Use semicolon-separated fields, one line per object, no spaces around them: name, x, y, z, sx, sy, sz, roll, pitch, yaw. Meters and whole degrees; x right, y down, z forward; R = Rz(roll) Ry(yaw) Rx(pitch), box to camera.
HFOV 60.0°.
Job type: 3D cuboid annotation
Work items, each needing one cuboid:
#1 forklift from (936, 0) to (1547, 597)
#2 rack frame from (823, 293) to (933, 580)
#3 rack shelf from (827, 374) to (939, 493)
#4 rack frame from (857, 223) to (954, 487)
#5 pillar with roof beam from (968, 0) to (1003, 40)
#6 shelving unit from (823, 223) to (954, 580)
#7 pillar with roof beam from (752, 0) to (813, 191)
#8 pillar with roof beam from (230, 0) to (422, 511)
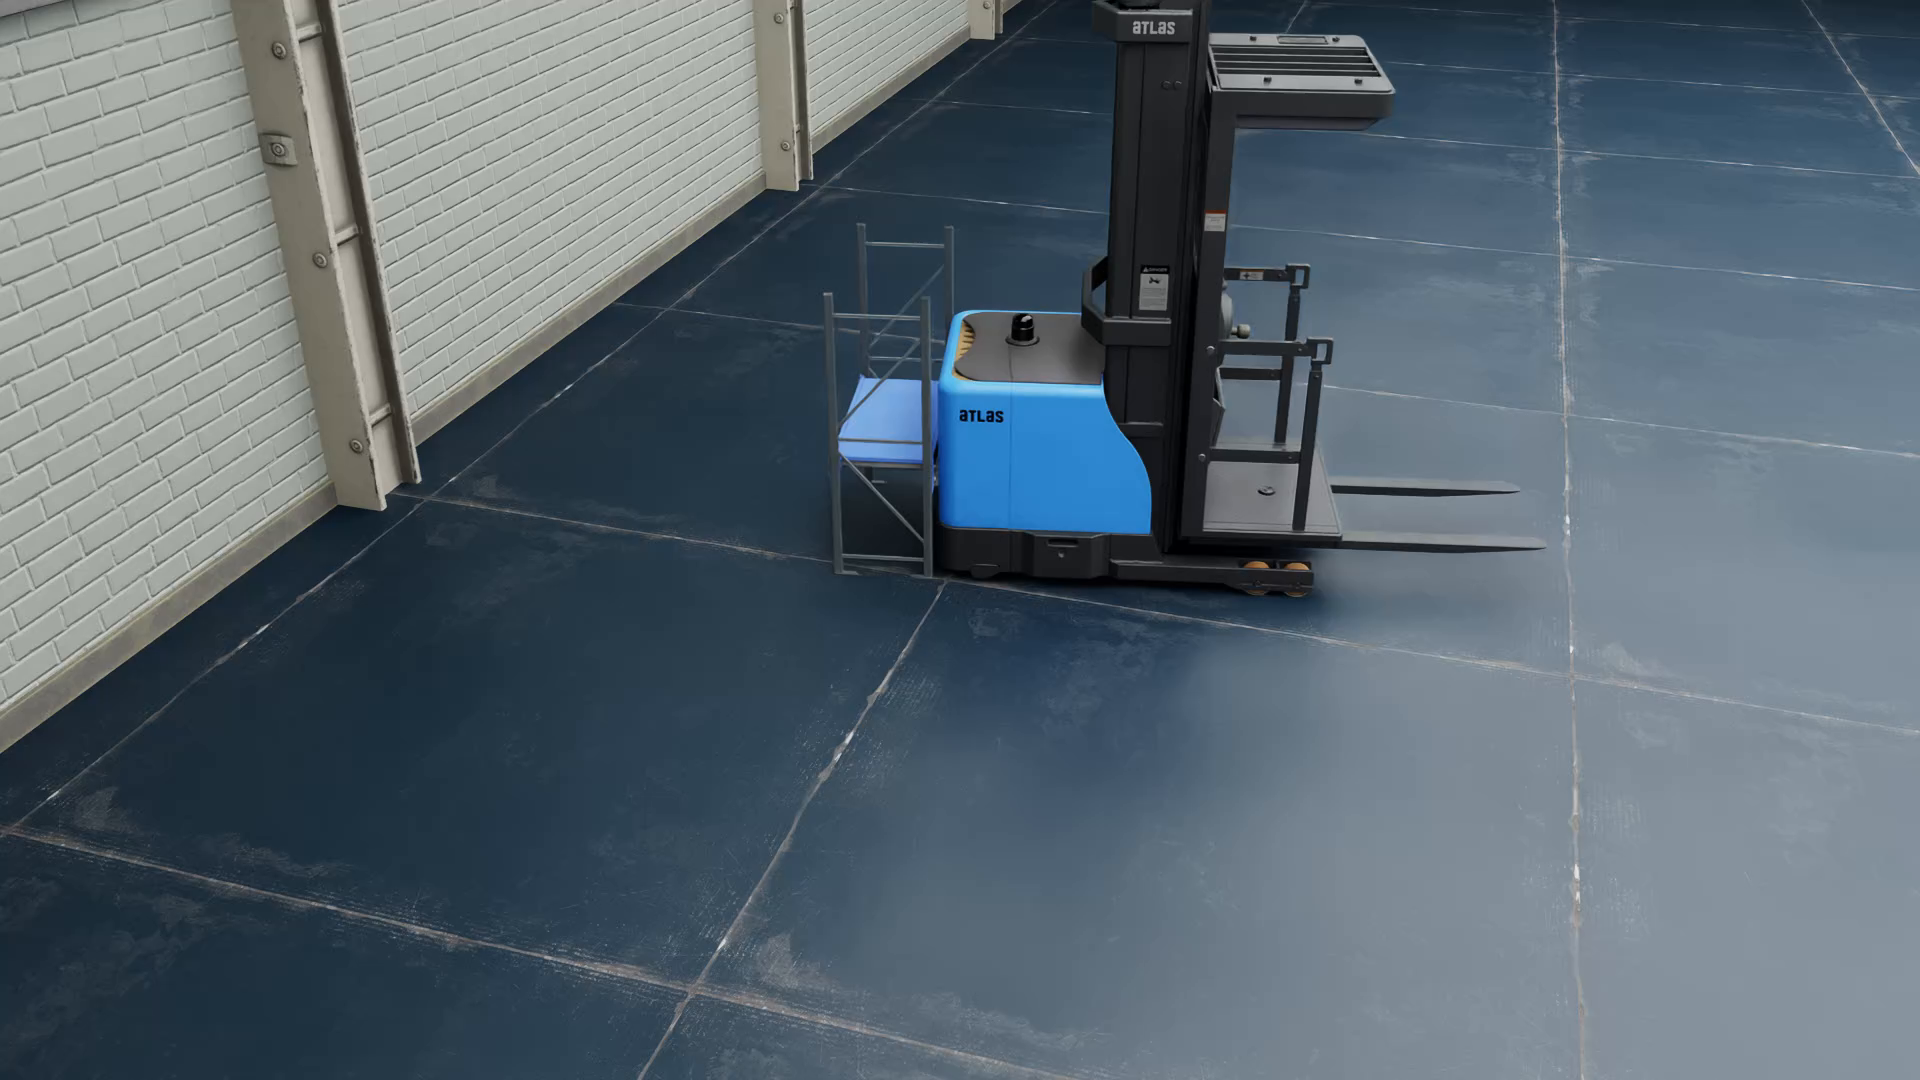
forklift;1.423;-1.268;8.015;3.031;2.935;1.130;2;29;4
rack frame;-0.387;-0.475;8.062;0.500;1.500;0.032;3;29;5
rack shelf;-0.335;-0.564;8.591;0.538;0.185;1.000;3;29;5
rack frame;-0.284;-0.967;8.946;0.500;1.500;0.032;3;29;5
pillar with roof beam;4.405;-9.166;15.969;9.100;9.000;0.400;8;30;15
shelving unit;-0.335;-0.721;8.504;0.538;1.500;1.048;3;29;5
pillar with roof beam;2.644;-6.377;10.957;9.100;9.000;0.400;8;30;15
pillar with roof beam;0.883;-3.589;5.945;9.100;9.000;0.400;8;30;15
